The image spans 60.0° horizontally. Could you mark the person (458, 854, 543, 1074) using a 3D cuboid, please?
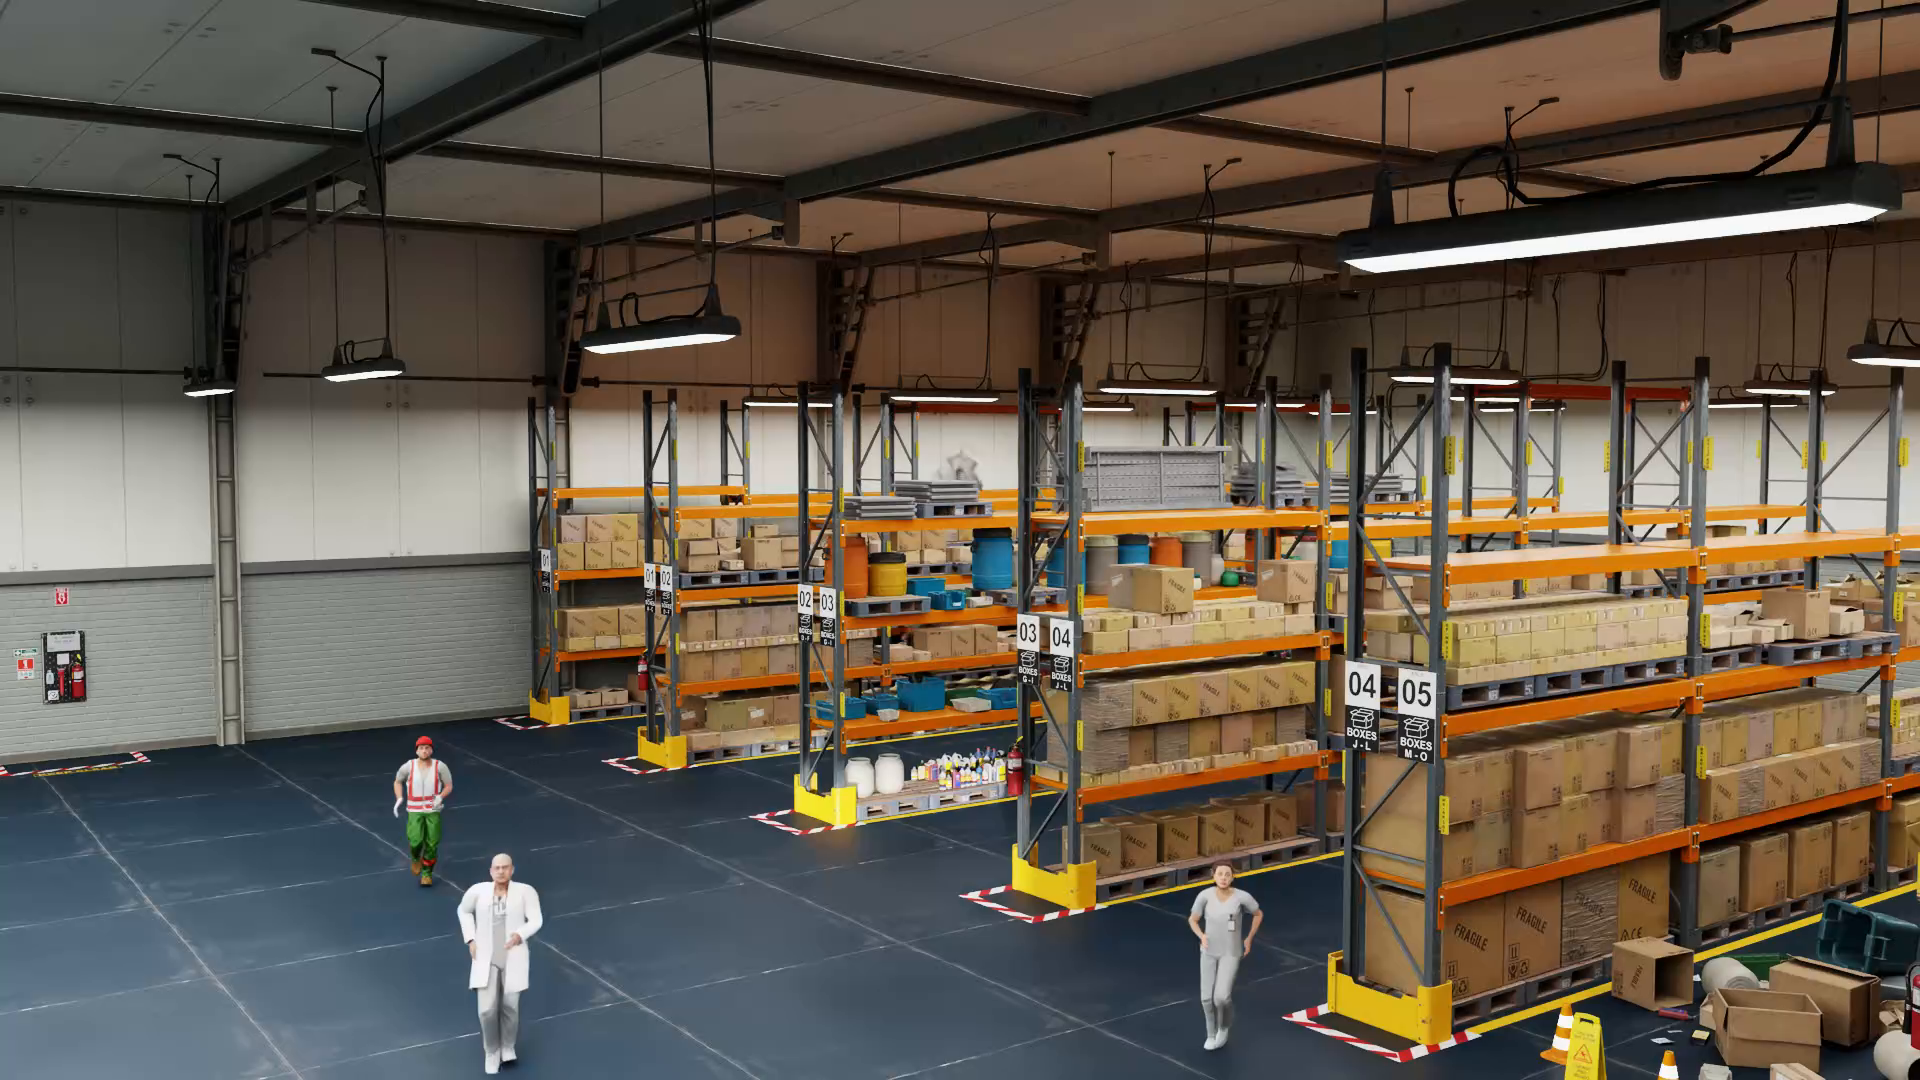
[{"bbox_3d":[-3.782,3.494,13.673,0.687,1.827,0.687,-1,3,-13],"label":"person"}]

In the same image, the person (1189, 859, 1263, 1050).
[{"bbox_3d":[2.208,3.515,14.013,0.587,1.650,0.580,1,4,22],"label":"person"}]

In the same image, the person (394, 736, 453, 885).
[{"bbox_3d":[-6.219,3.152,19.297,0.656,1.739,0.587,-1,4,-18],"label":"person"}]

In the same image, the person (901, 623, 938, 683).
[{"bbox_3d":[-0.807,2.102,32.336,0.616,1.767,0.703,-3,5,-44],"label":"person"}]
